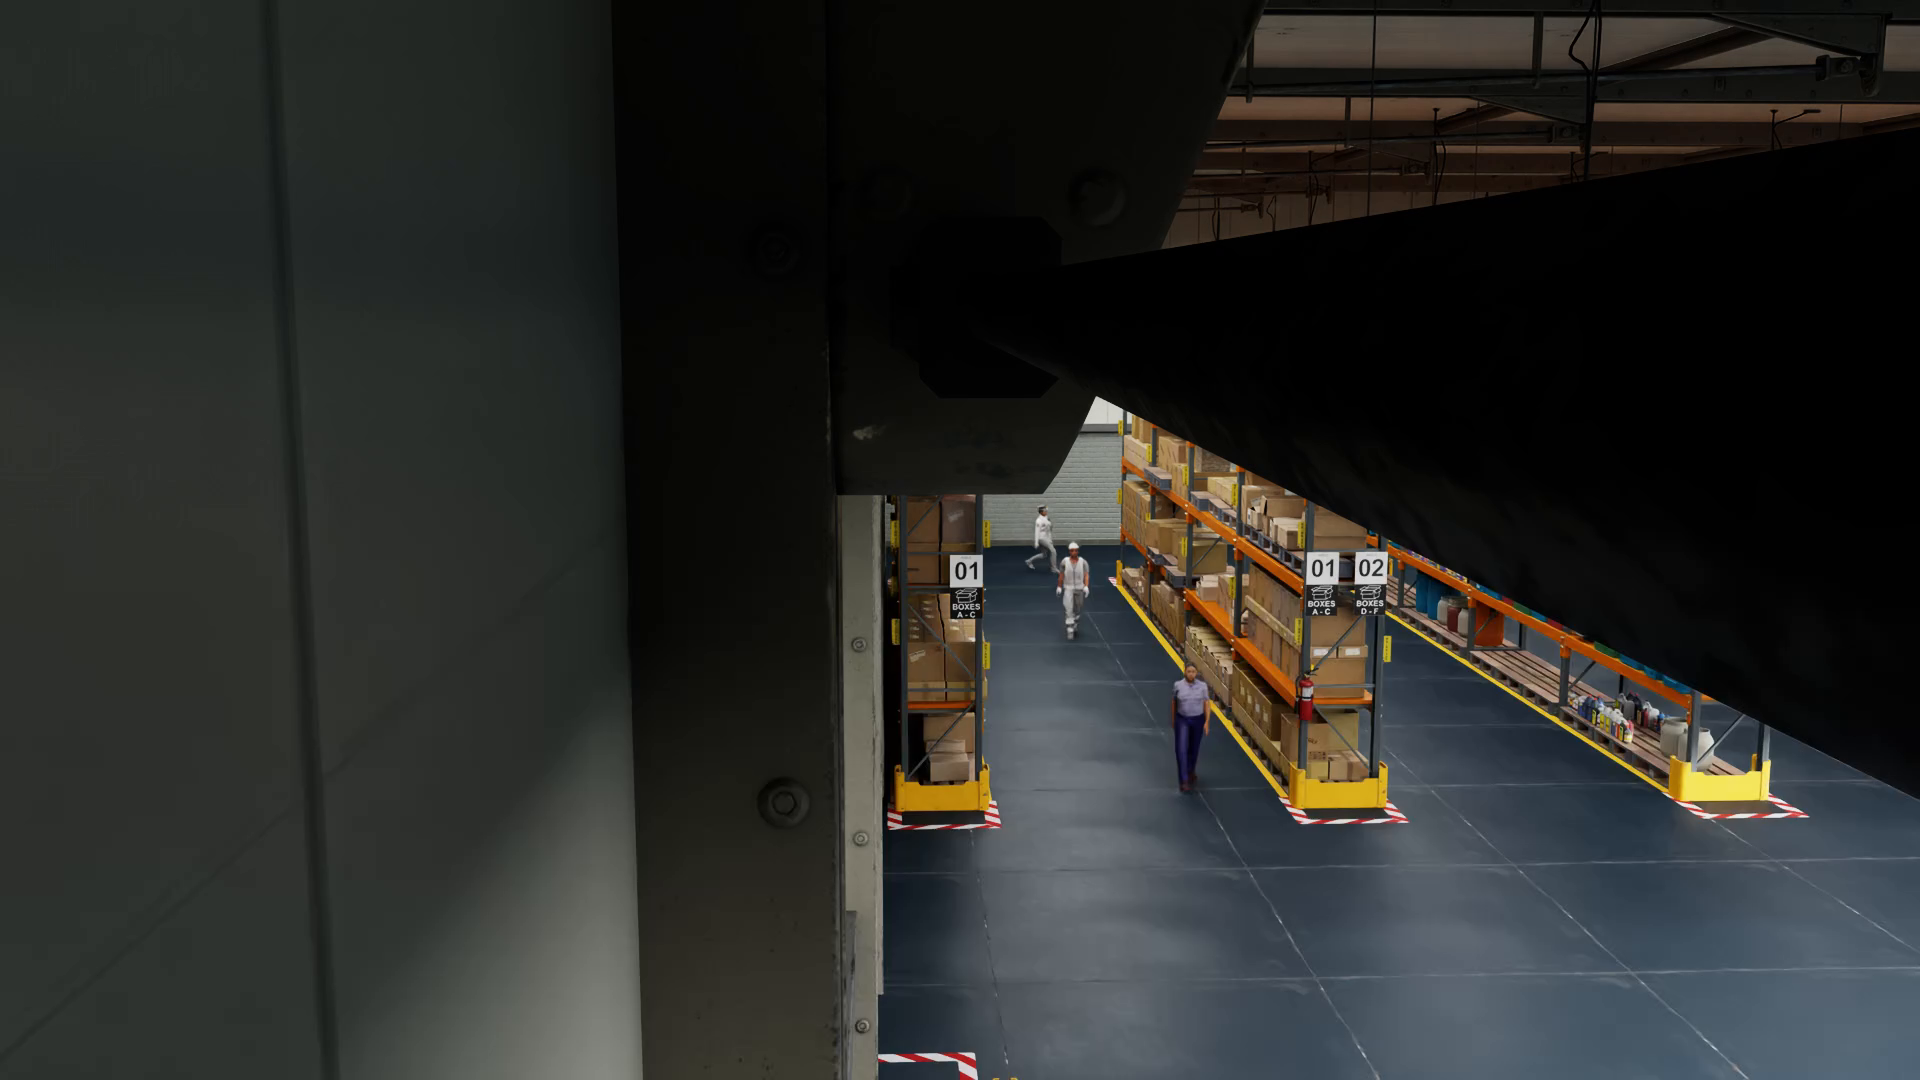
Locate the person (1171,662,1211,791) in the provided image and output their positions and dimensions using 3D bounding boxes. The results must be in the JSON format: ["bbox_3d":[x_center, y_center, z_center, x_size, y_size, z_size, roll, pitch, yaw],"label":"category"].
[{"bbox_3d":[2.990,2.378,21.449,0.491,1.586,0.947,0,8,0],"label":"person"}]

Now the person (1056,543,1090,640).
[{"bbox_3d":[2.116,0.914,30.759,0.577,1.721,1.050,-1,8,-7],"label":"person"}]

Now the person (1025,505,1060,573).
[{"bbox_3d":[1.923,-0.044,37.986,0.941,1.552,0.474,3,9,22],"label":"person"}]
